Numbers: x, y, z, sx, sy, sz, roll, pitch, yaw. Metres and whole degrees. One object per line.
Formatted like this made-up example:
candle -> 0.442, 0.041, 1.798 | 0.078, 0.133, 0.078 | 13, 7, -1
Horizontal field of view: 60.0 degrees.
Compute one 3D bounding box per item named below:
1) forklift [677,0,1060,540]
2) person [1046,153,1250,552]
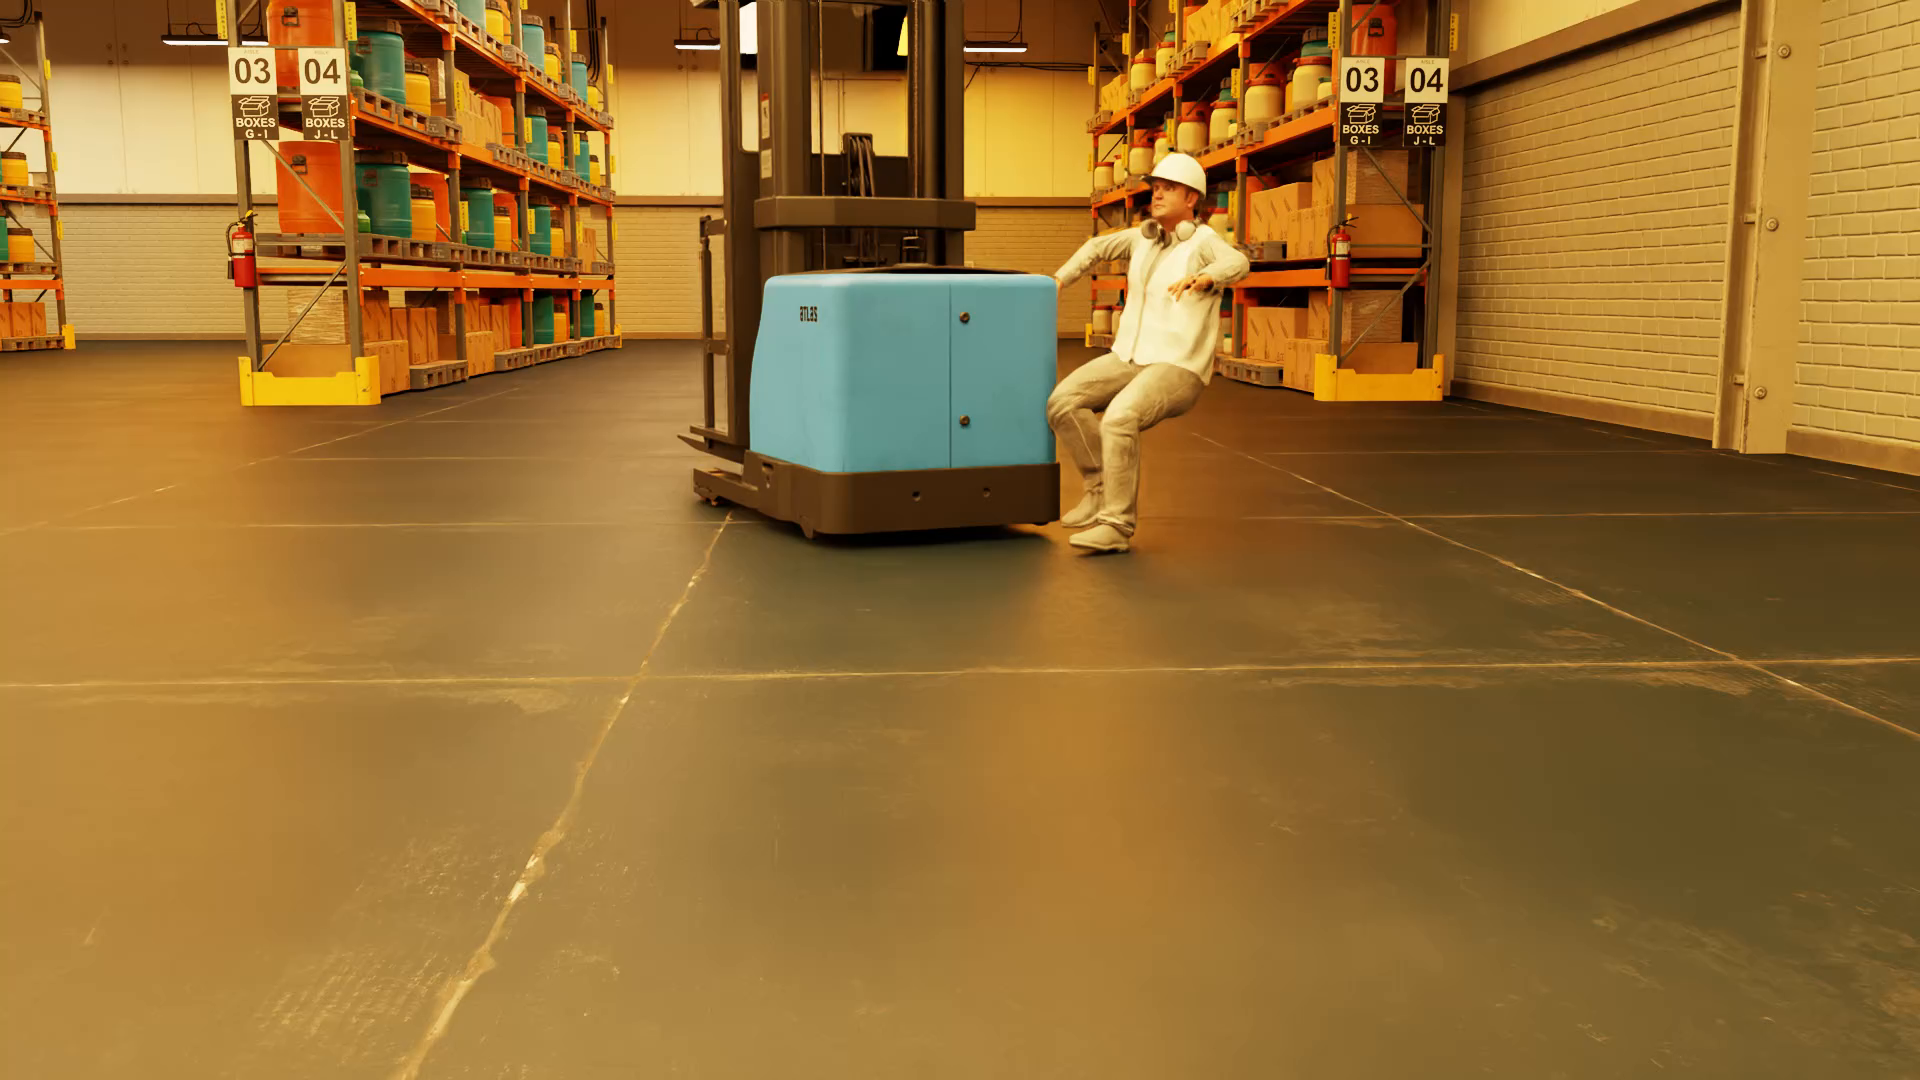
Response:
forklift -> -0.644, -1.629, 7.803 | 1.130, 2.935, 3.031 | -4, 9, -24
person -> 0.651, -0.758, 6.647 | 0.865, 1.559, 1.064 | -8, 12, -43
